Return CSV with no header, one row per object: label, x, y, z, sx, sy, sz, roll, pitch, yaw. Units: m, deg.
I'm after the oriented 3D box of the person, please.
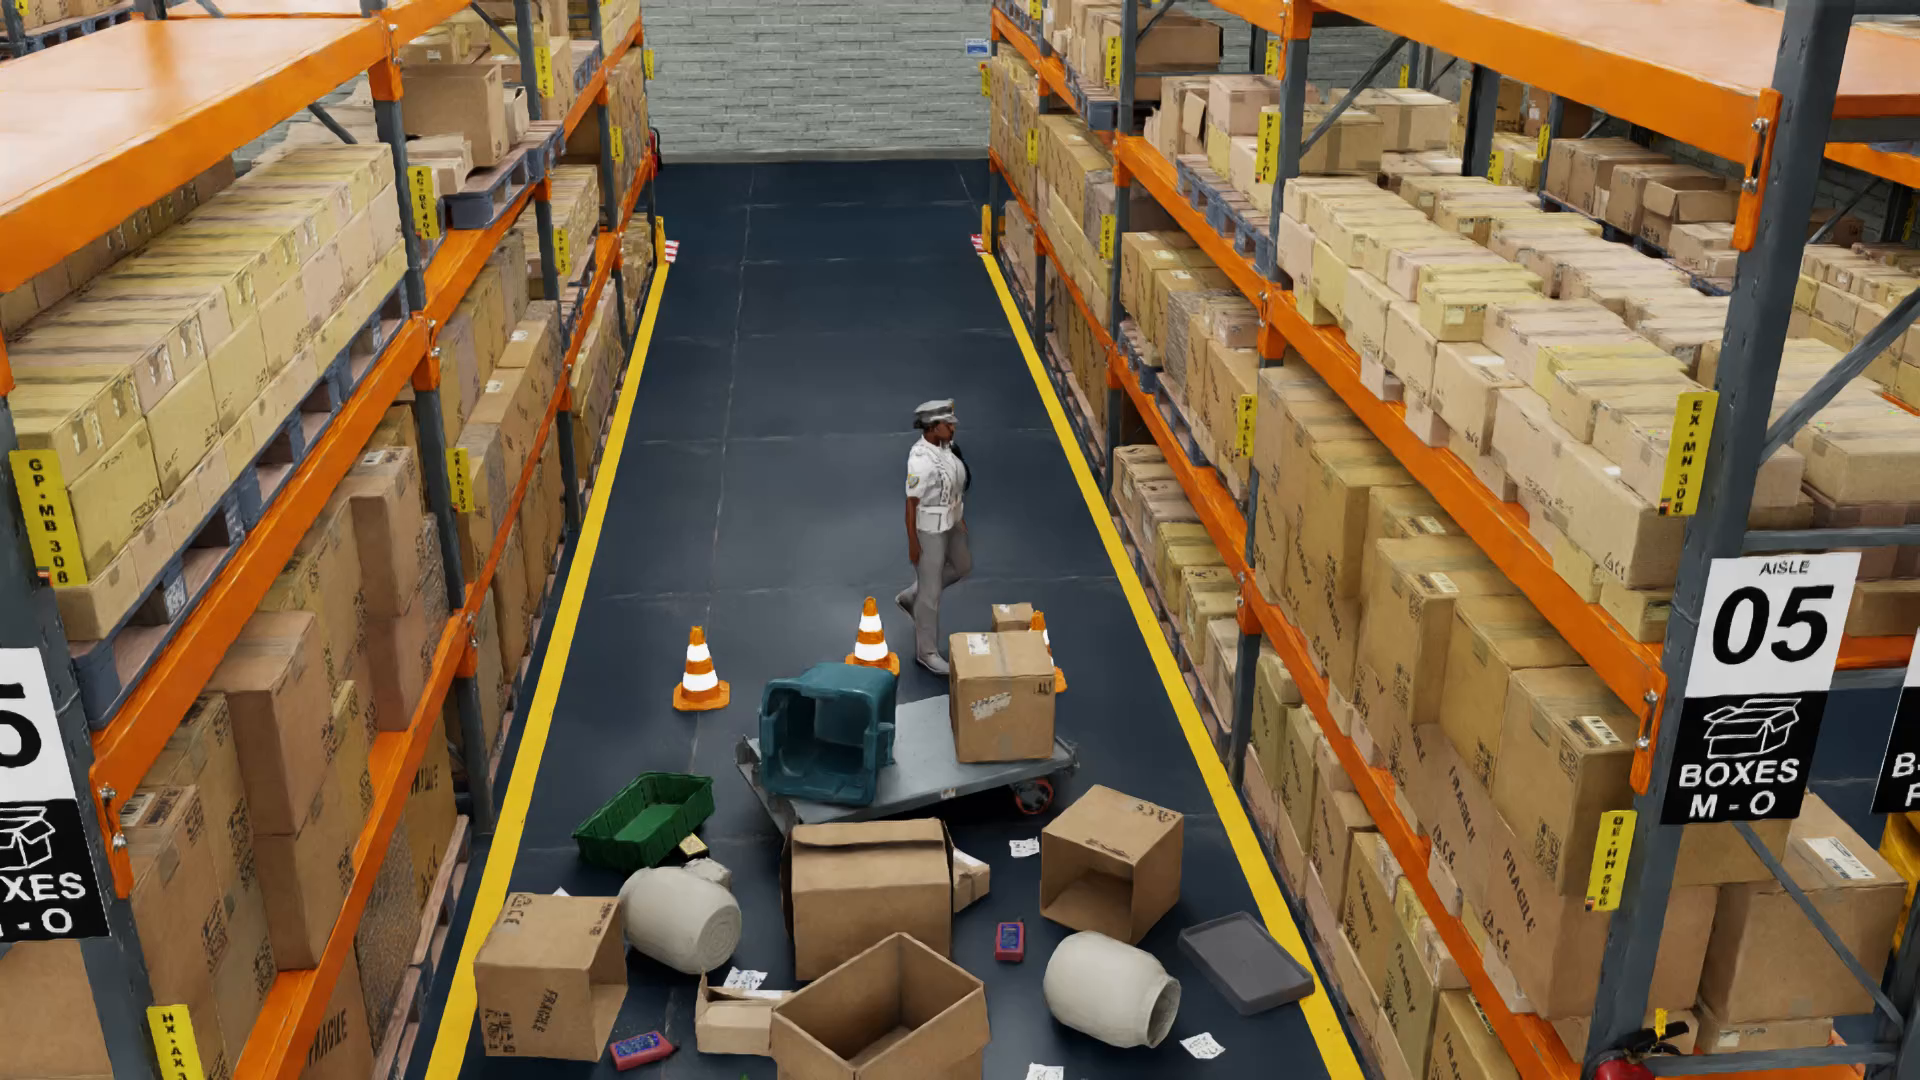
person,-0.194,-0.072,10.209,0.544,1.670,0.611,9,26,20
